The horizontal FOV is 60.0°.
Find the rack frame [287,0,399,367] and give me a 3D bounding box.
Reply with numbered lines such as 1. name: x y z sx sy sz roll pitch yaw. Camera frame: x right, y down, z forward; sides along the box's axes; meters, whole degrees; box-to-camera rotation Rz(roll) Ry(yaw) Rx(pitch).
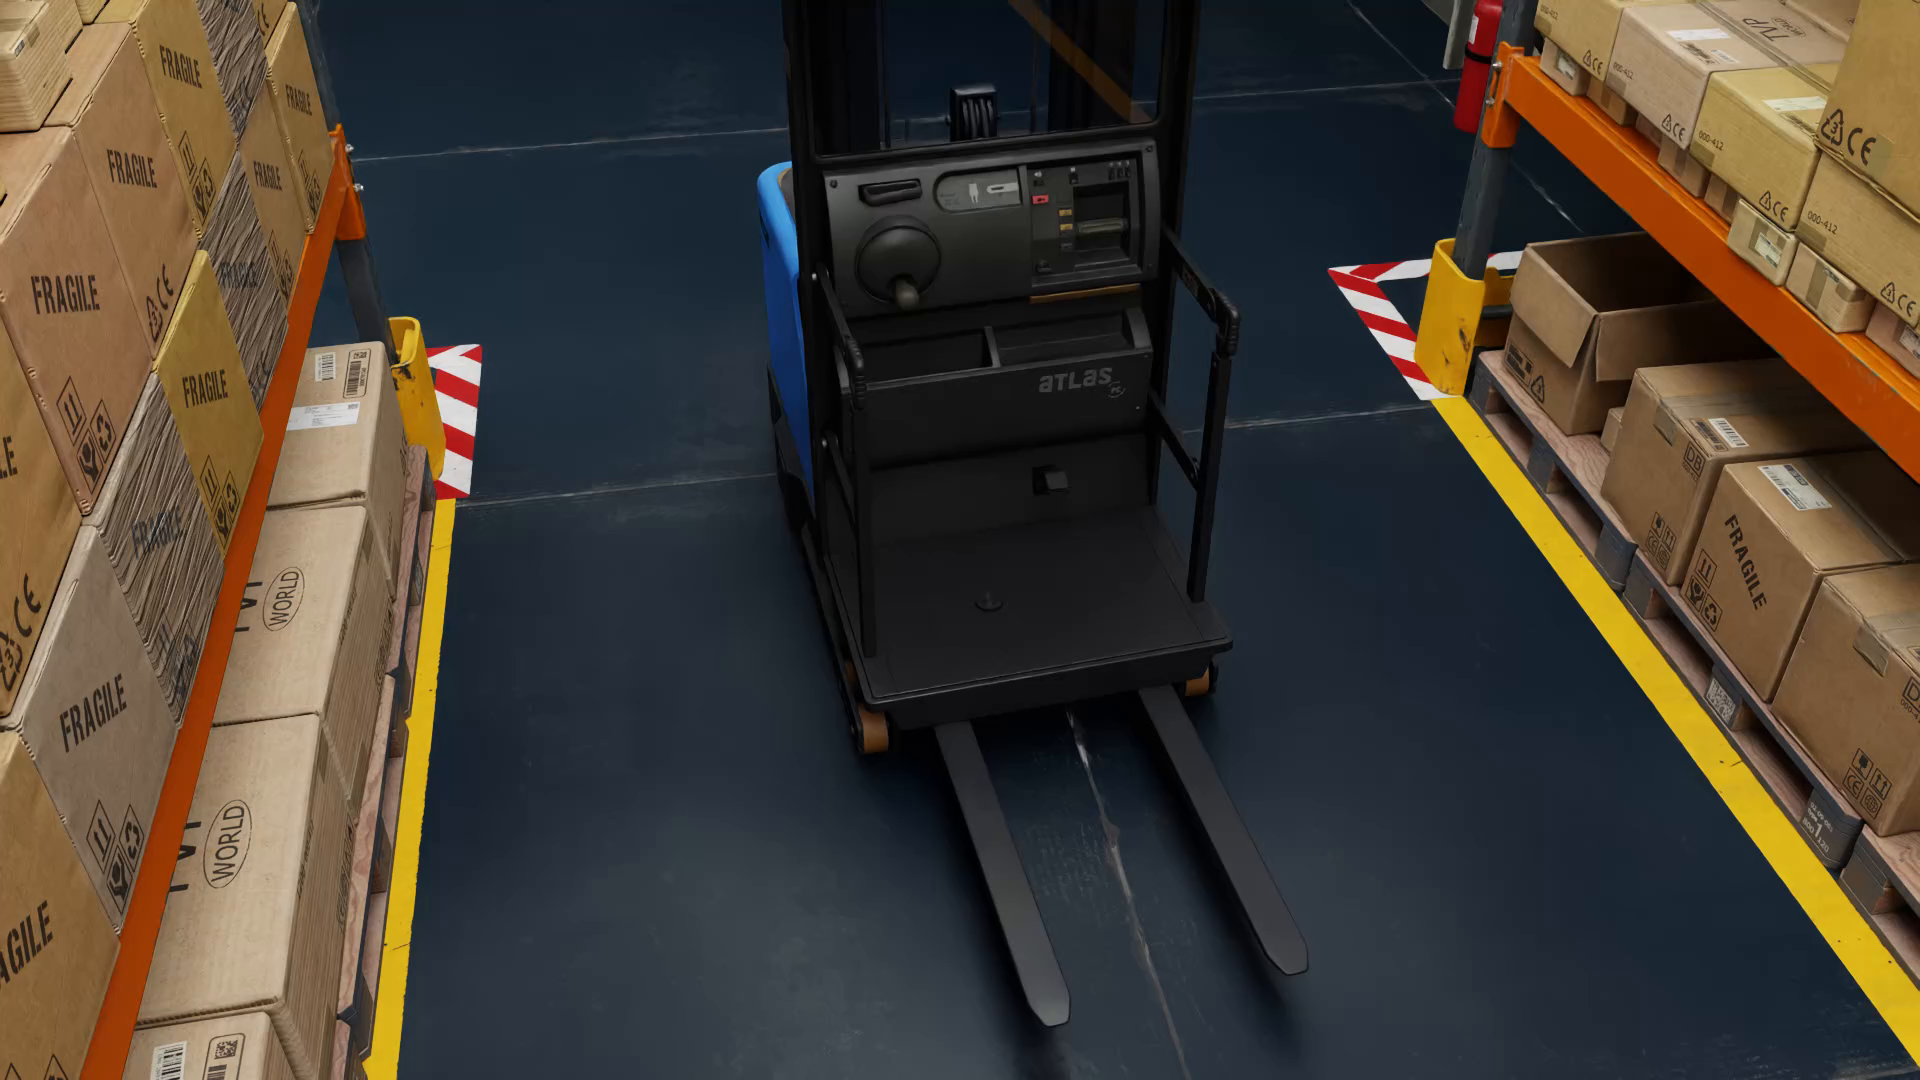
1. rack frame: -2.479 -1.416 5.128 1.000 3.000 0.127 -6 38 -8

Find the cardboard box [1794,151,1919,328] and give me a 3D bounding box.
1. cardboard box: 2.513 -0.790 4.202 0.500 0.250 0.500 -7 38 -9

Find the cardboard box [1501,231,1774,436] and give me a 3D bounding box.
1. cardboard box: 2.421 -0.752 5.966 0.797 0.503 0.637 -8 38 -10

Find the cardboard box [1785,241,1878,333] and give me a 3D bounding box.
1. cardboard box: 2.438 -0.684 4.391 0.380 0.149 0.250 -5 38 -7

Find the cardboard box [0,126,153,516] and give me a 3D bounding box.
1. cardboard box: -1.784 -0.364 2.877 0.500 0.500 0.500 -6 38 -7

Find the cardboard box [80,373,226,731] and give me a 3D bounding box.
1. cardboard box: -1.767 0.044 3.167 0.500 0.500 0.500 -6 38 -8

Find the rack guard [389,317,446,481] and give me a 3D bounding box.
1. rack guard: -2.483 -0.443 5.913 1.175 0.500 0.348 -6 38 -8

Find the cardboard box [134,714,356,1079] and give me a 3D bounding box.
1. cardboard box: -1.939 0.915 3.874 0.875 0.438 0.875 -7 38 -9

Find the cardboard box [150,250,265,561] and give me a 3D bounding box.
1. cardboard box: -1.857 -0.268 3.568 0.500 0.500 0.500 -5 38 -7

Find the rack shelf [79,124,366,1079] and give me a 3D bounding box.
1. rack shelf: -2.128 0.076 3.793 1.077 0.370 4.000 -6 38 -8

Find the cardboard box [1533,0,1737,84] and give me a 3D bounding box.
1. cardboard box: 2.222 -1.707 5.382 0.500 0.250 0.500 -6 38 -8

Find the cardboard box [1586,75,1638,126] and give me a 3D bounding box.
1. cardboard box: 2.285 -1.476 5.410 0.380 0.149 0.250 -5 38 -7

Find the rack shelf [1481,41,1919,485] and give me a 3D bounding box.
1. rack shelf: 2.758 -0.460 4.483 1.077 0.370 4.000 -6 38 -8

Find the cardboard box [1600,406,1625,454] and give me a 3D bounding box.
1. cardboard box: 2.458 -0.352 5.739 0.380 0.149 0.250 -8 38 -10

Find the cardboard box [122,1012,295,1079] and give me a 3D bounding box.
1. cardboard box: -1.782 1.455 3.178 0.875 0.438 0.875 -7 38 -9

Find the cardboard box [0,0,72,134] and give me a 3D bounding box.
1. cardboard box: -1.826 -0.831 2.949 0.380 0.149 0.250 -6 38 -8

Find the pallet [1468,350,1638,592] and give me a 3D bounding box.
1. pallet: 2.561 -0.323 5.994 1.003 0.211 1.213 -6 38 -8

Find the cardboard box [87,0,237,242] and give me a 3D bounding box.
1. cardboard box: -1.956 -0.973 3.661 0.500 0.500 0.500 -6 38 -8

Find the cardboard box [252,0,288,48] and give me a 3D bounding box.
1. cardboard box: -2.160 -1.585 4.448 0.500 0.500 0.500 -5 38 -6

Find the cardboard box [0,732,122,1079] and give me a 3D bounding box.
1. cardboard box: -1.602 0.649 2.388 0.500 0.500 0.500 -5 38 -6

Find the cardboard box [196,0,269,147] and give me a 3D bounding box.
1. cardboard box: -2.039 -1.272 4.046 0.500 0.500 0.500 -6 38 -8

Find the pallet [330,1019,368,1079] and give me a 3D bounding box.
1. pallet: -1.834 1.634 3.475 1.003 0.211 1.213 -6 38 -8

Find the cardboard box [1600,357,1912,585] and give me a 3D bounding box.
1. cardboard box: 2.533 -0.231 5.297 0.700 0.500 0.500 -5 38 -6

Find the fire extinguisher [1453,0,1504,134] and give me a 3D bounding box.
1. fire extinguisher: 1.927 -1.813 6.006 0.296 0.674 0.183 -6 38 -8

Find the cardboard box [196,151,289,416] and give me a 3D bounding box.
1. cardboard box: -1.961 -0.578 3.968 0.500 0.500 0.500 -5 38 -7

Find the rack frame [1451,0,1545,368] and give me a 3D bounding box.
1. rack frame: 2.407 -1.952 5.818 1.000 3.000 0.127 -6 38 -8

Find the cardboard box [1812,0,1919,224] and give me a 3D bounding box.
1. cardboard box: 2.485 -1.097 3.986 0.500 0.500 0.500 -5 38 -7

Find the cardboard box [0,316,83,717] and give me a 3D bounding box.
1. cardboard box: -1.705 -0.054 2.478 0.500 0.500 0.500 -7 38 -9

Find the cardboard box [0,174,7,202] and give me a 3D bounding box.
1. cardboard box: -1.726 -0.532 2.565 0.380 0.149 0.250 -7 38 -9

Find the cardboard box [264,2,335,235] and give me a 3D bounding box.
1. cardboard box: -2.134 -1.193 4.759 0.500 0.500 0.500 -6 38 -8

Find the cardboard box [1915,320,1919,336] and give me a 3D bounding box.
1. cardboard box: 2.602 -0.479 3.802 0.500 0.250 0.500 -6 38 -8

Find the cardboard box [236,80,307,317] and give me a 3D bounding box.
1. cardboard box: -2.060 -0.888 4.366 0.500 0.500 0.500 -7 38 -9

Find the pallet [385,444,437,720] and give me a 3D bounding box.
1. pallet: -2.262 0.160 5.372 1.003 0.211 1.213 -6 38 -8

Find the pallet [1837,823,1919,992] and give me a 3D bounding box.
1. pallet: 2.989 1.150 4.097 1.003 0.211 1.213 -6 38 -8

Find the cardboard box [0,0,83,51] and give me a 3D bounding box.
1. cardboard box: -1.913 -0.986 3.149 0.380 0.149 0.250 -5 38 -6

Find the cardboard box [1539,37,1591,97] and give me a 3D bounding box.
1. cardboard box: 2.195 -1.625 5.601 0.380 0.149 0.250 -7 38 -8

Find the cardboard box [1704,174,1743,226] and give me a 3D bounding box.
1. cardboard box: 2.402 -1.002 4.800 0.380 0.149 0.250 -6 38 -7

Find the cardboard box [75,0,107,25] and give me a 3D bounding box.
1. cardboard box: -1.941 -1.146 3.355 0.380 0.149 0.250 -5 38 -7

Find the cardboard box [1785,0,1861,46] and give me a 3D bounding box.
1. cardboard box: 2.839 -1.449 5.050 0.500 0.250 0.500 -6 38 -8

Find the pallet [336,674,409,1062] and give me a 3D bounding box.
1. pallet: -2.051 0.895 4.426 1.003 0.211 1.213 -6 38 -8

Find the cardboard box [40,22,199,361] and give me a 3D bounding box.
1. cardboard box: -1.869 -0.669 3.270 0.500 0.500 0.500 -6 38 -8

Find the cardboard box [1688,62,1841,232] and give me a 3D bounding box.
1. cardboard box: 2.402 -1.097 4.597 0.500 0.250 0.500 -7 38 -9

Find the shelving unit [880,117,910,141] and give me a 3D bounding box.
1. shelving unit: -0.250 -1.021 6.209 0.215 1.050 0.252 -9 39 -11

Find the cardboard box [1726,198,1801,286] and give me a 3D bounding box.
1. cardboard box: 2.372 -0.841 4.593 0.380 0.149 0.250 -7 38 -9

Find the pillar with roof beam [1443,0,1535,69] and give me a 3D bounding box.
1. pillar with roof beam: -1.416 -5.584 5.602 9.100 9.000 0.400 -6 38 -8

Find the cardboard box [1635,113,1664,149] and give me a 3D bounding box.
1. cardboard box: 2.365 -1.321 5.210 0.380 0.149 0.250 -7 38 -9

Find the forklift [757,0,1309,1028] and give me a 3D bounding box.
1. forklift: 0.153 -0.786 4.373 1.130 2.935 3.031 -9 39 -11

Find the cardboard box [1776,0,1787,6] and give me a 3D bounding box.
1. cardboard box: 2.749 -1.761 5.452 0.500 0.250 0.500 -5 38 -7

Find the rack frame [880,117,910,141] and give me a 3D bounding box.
1. rack frame: -0.280 -1.094 6.302 0.200 1.050 0.008 -9 39 -11

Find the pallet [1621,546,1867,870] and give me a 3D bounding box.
1. pallet: 2.772 0.412 5.048 1.003 0.211 1.213 -6 38 -8

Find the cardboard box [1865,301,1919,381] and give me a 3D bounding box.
1. cardboard box: 2.551 -0.536 4.200 0.380 0.149 0.250 -6 38 -8

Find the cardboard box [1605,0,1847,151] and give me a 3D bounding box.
1. cardboard box: 2.310 -1.403 4.990 0.500 0.250 0.500 -6 38 -7

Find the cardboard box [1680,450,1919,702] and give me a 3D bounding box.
1. cardboard box: 2.527 0.099 4.872 0.500 0.500 0.500 -6 38 -7

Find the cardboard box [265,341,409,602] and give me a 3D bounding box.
1. cardboard box: -2.265 -0.182 5.285 0.875 0.438 0.875 -7 38 -9

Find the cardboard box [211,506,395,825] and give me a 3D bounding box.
1. cardboard box: -2.096 0.370 4.575 0.875 0.438 0.875 -5 38 -7

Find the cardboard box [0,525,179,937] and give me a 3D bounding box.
1. cardboard box: -1.686 0.345 2.780 0.500 0.500 0.500 -6 38 -8

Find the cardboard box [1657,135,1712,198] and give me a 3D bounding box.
1. cardboard box: 2.349 -1.162 5.005 0.380 0.149 0.250 -5 38 -7

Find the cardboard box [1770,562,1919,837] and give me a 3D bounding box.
1. cardboard box: 2.715 0.396 4.490 0.700 0.500 0.500 -8 38 -10

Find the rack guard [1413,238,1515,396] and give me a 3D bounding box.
1. rack guard: 2.421 -0.919 6.525 1.175 0.500 0.348 -6 38 -8
